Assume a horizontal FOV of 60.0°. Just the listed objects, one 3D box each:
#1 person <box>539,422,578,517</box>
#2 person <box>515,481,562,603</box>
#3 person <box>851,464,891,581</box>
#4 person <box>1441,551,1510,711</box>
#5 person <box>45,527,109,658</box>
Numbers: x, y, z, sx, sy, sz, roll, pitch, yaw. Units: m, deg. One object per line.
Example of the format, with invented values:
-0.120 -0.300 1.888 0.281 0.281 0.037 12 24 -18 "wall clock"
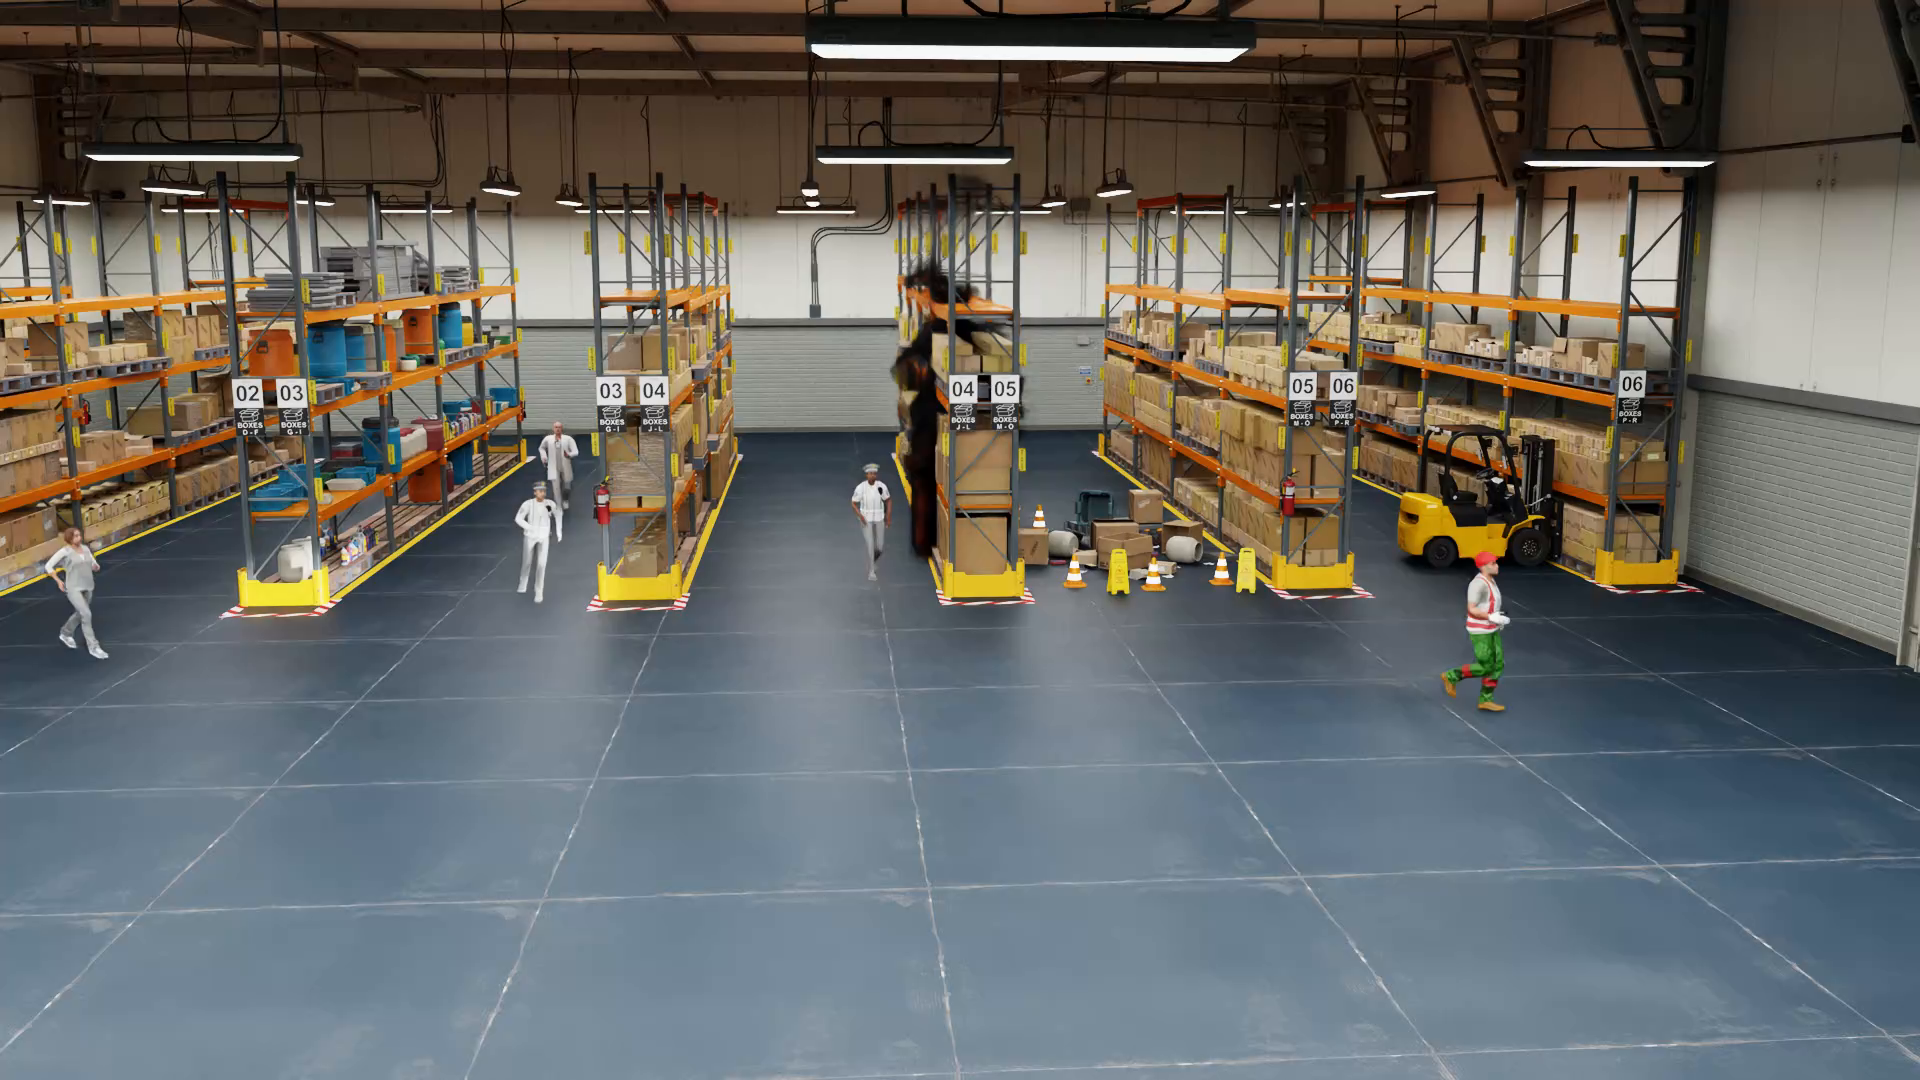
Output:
-7.522 -1.340 31.208 0.719 1.751 0.979 -3 10 -15 "person"
-6.034 0.005 23.885 0.673 1.732 0.779 -3 11 -18 "person"
-1.262 -0.276 23.879 0.604 1.680 0.508 -3 10 -17 "person"
5.656 0.978 18.129 0.720 1.750 0.653 6 12 32 "person"
-10.821 0.628 20.408 0.871 1.597 0.531 4 11 20 "person"
